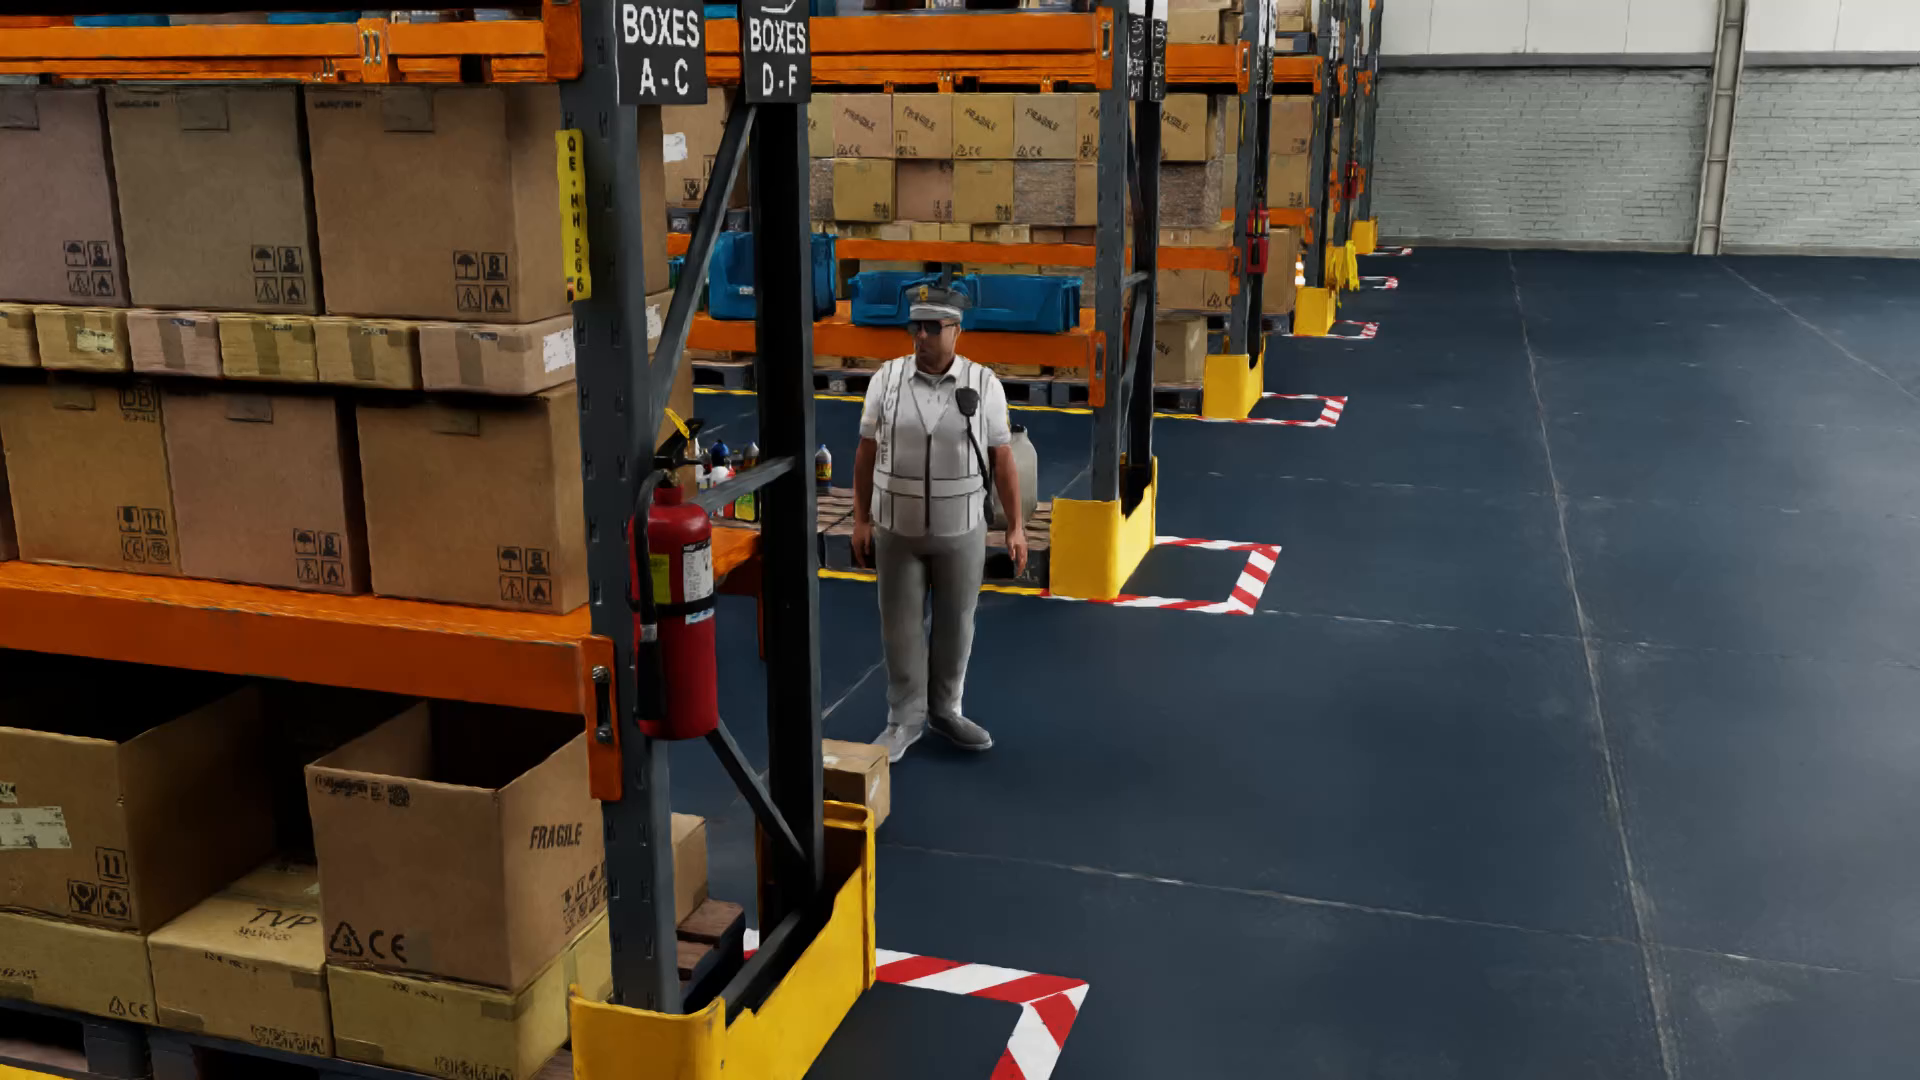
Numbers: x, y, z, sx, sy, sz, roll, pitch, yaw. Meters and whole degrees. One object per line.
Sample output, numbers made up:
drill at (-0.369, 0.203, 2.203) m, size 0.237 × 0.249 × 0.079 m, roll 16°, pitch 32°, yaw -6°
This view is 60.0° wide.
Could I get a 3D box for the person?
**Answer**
person at (-0.076, -0.051, 6.131) m, size 0.655 × 1.778 × 0.403 m, roll 1°, pitch 15°, yaw 2°
